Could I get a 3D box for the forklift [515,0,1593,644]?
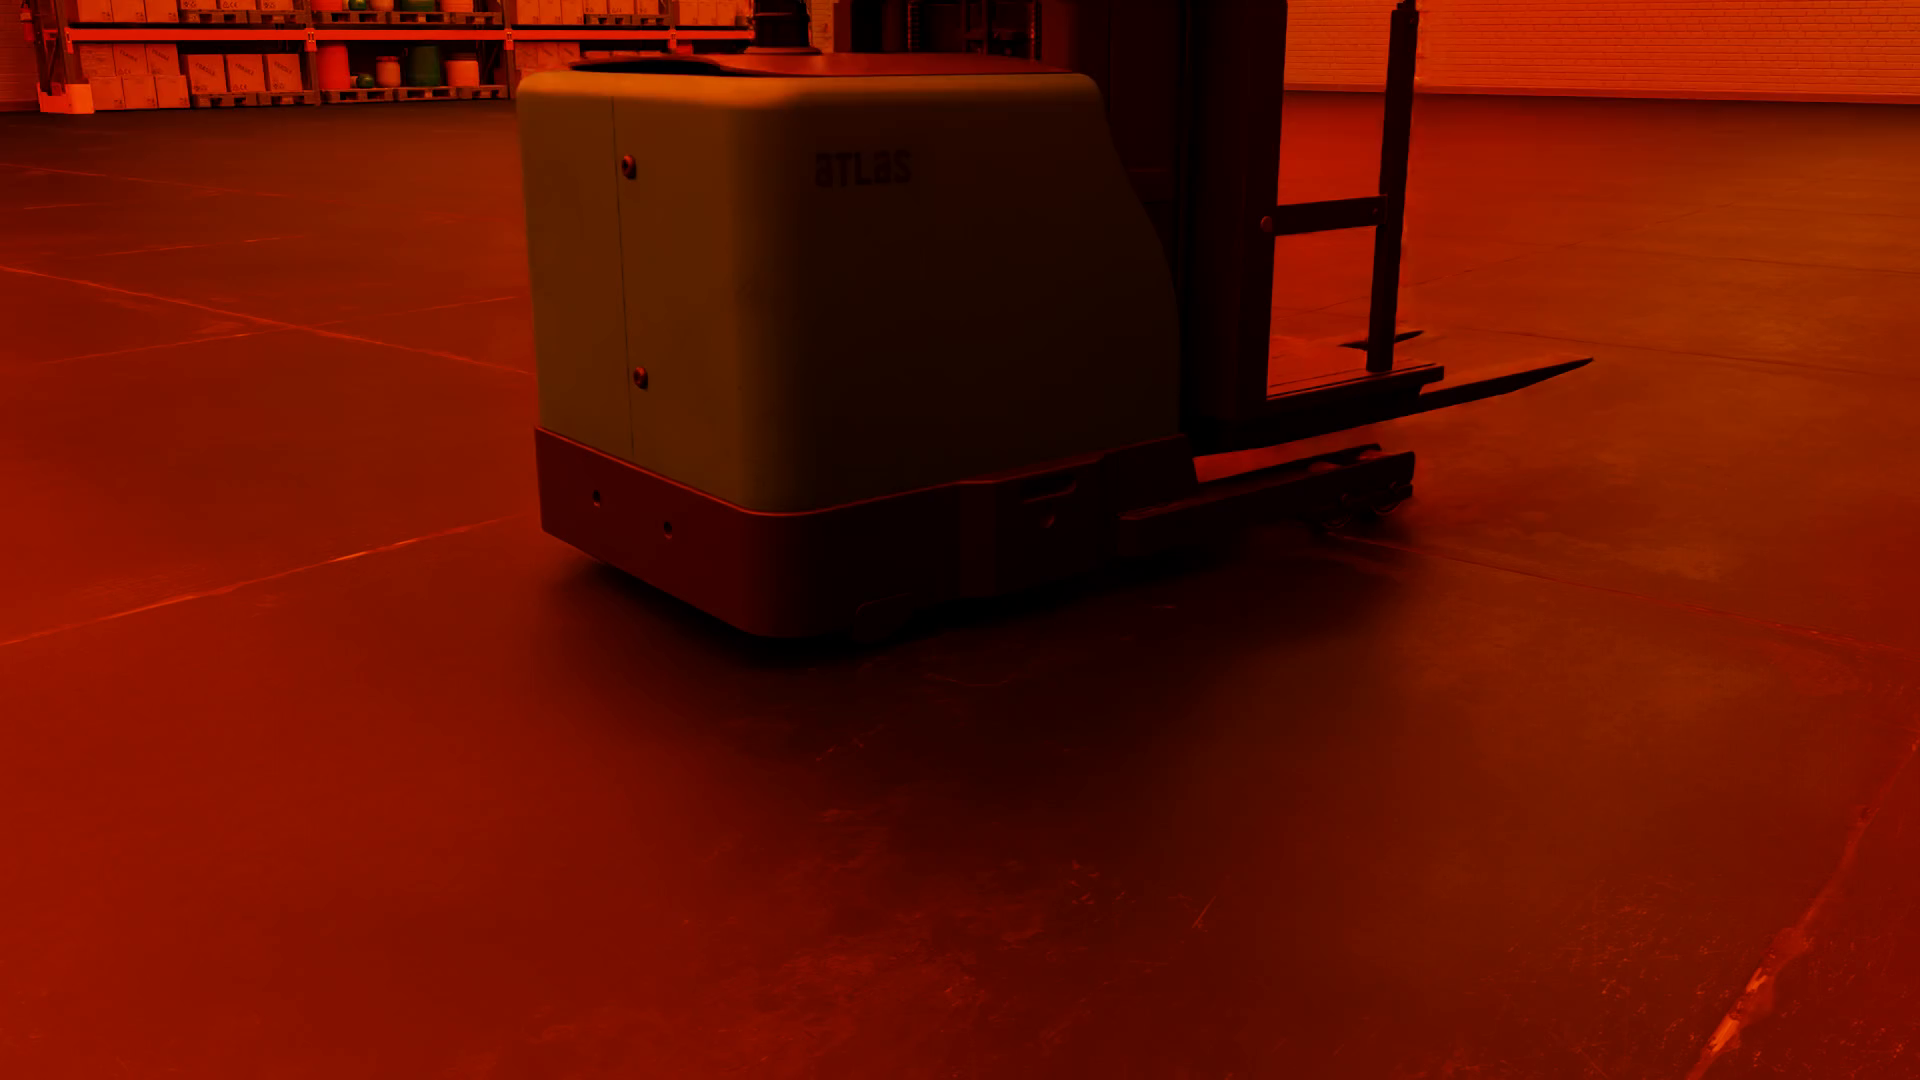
[{"bbox_3d":[0.506,-1.532,3.944,3.031,2.935,1.130,-13,21,-37],"label":"forklift"}]
